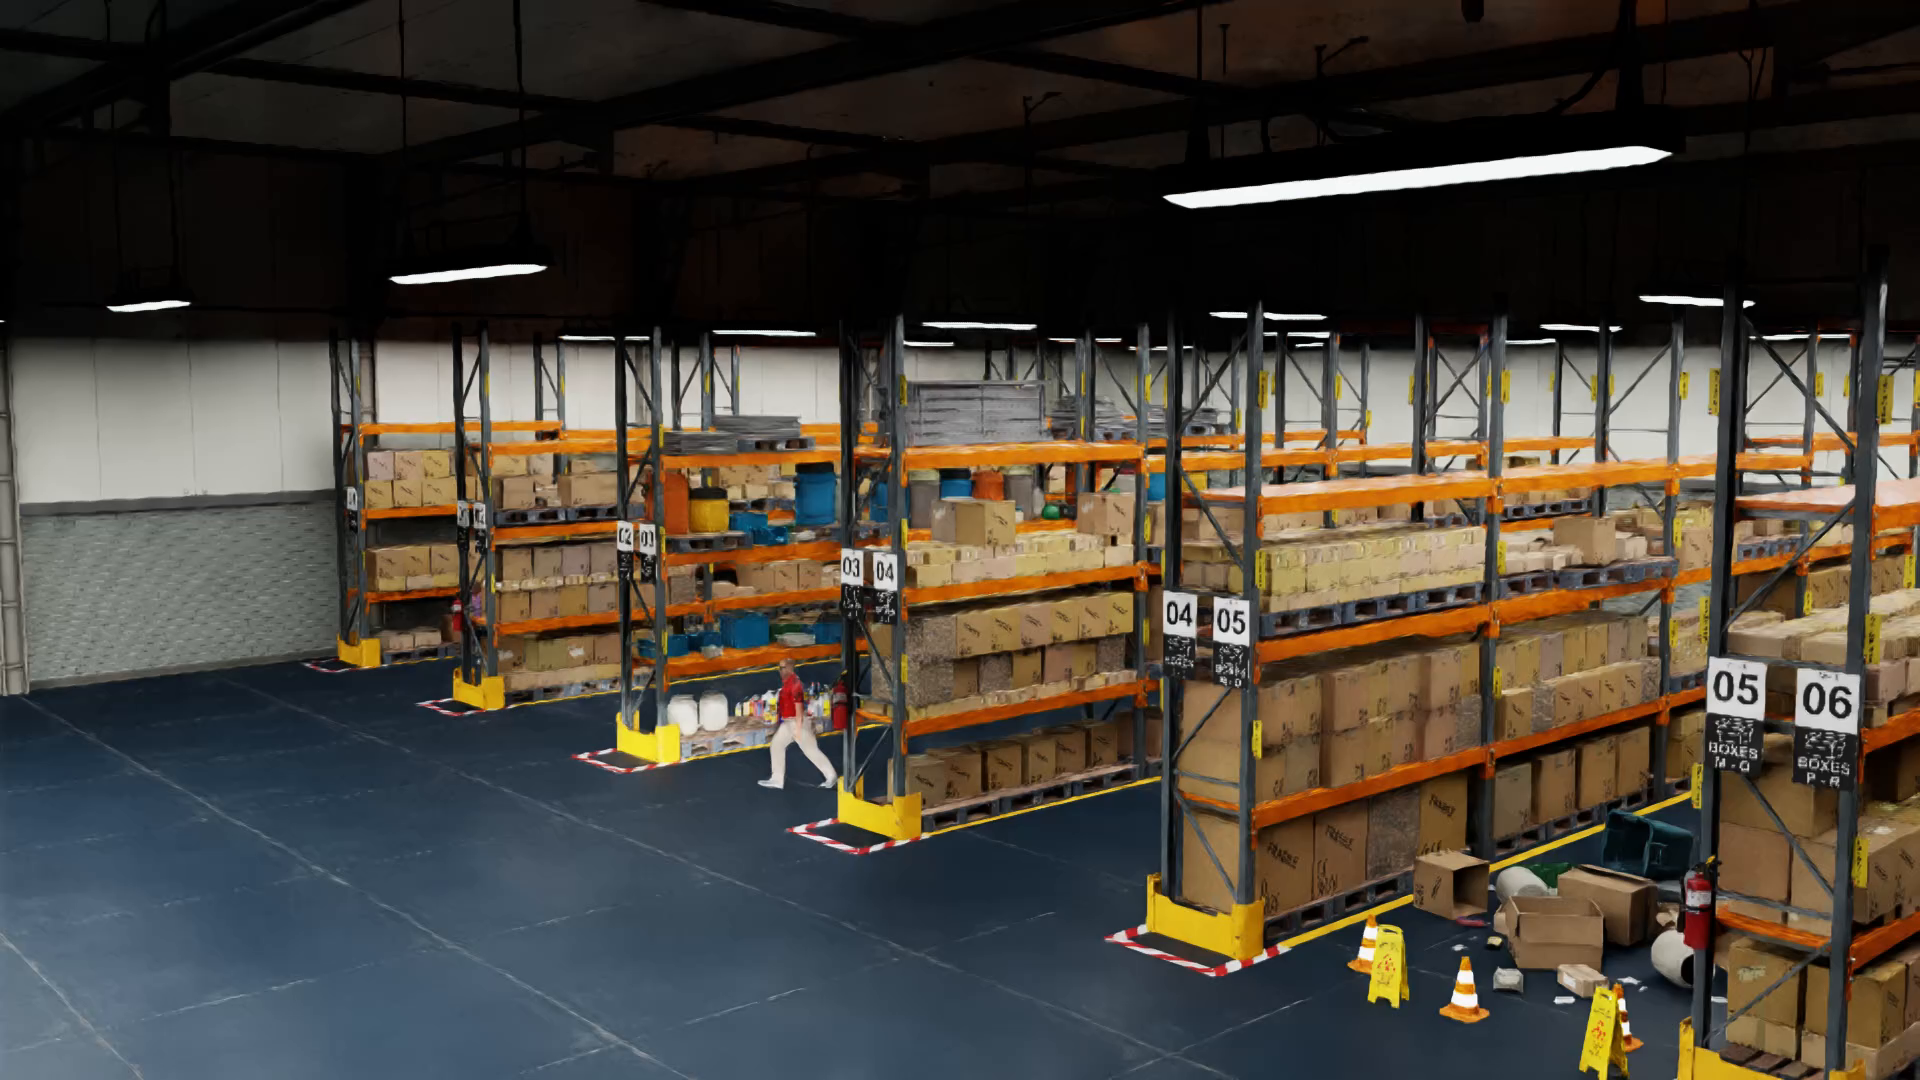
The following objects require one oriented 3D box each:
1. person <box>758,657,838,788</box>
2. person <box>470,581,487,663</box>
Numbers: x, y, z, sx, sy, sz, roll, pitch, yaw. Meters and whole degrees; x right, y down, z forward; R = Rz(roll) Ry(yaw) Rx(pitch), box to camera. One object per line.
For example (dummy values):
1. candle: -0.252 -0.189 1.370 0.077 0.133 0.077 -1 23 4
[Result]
1. person: -2.014 2.284 20.766 0.978 1.664 0.584 -2 6 -21
2. person: -8.477 1.482 29.596 0.519 1.541 0.566 -5 8 -43
